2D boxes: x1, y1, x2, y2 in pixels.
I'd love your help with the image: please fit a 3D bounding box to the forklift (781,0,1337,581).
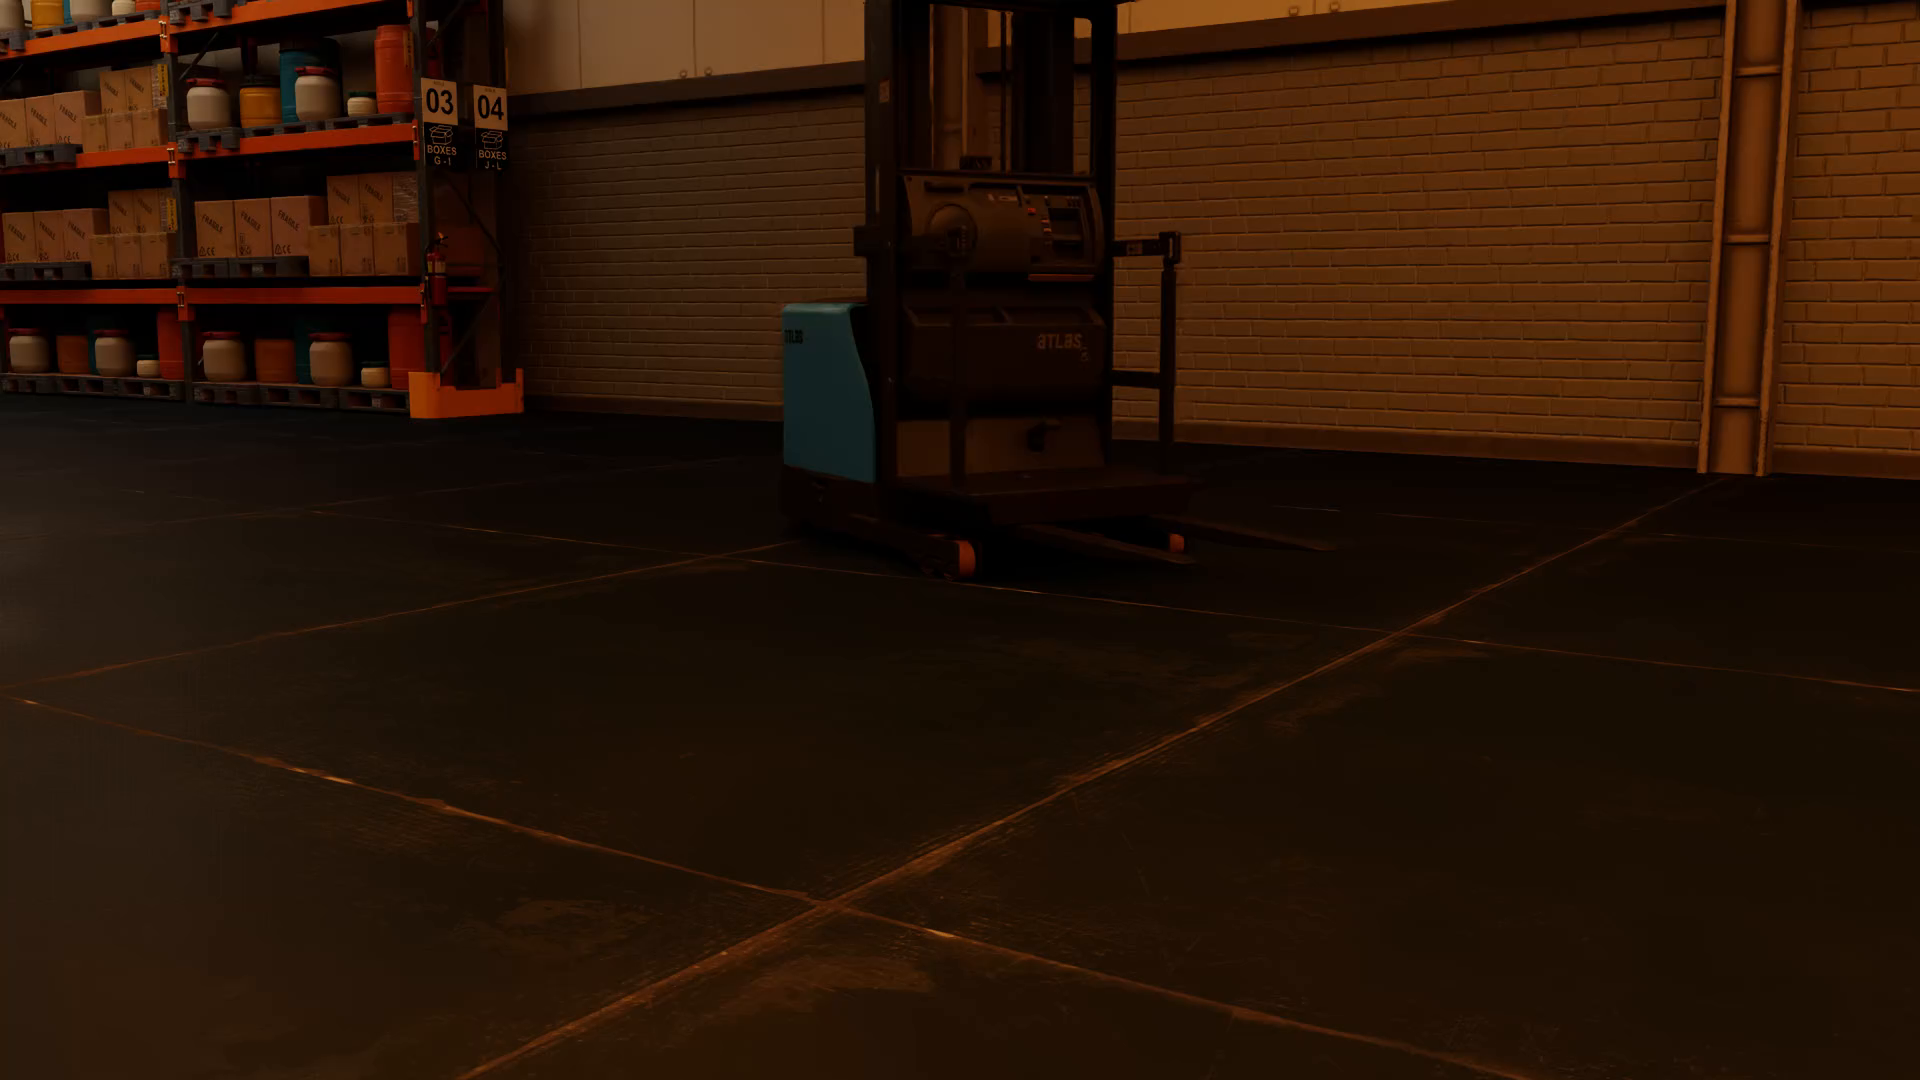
[{"bbox_3d":[0.296,-1.362,6.772,1.130,2.935,3.031,-4,9,-29],"label":"forklift"}]
